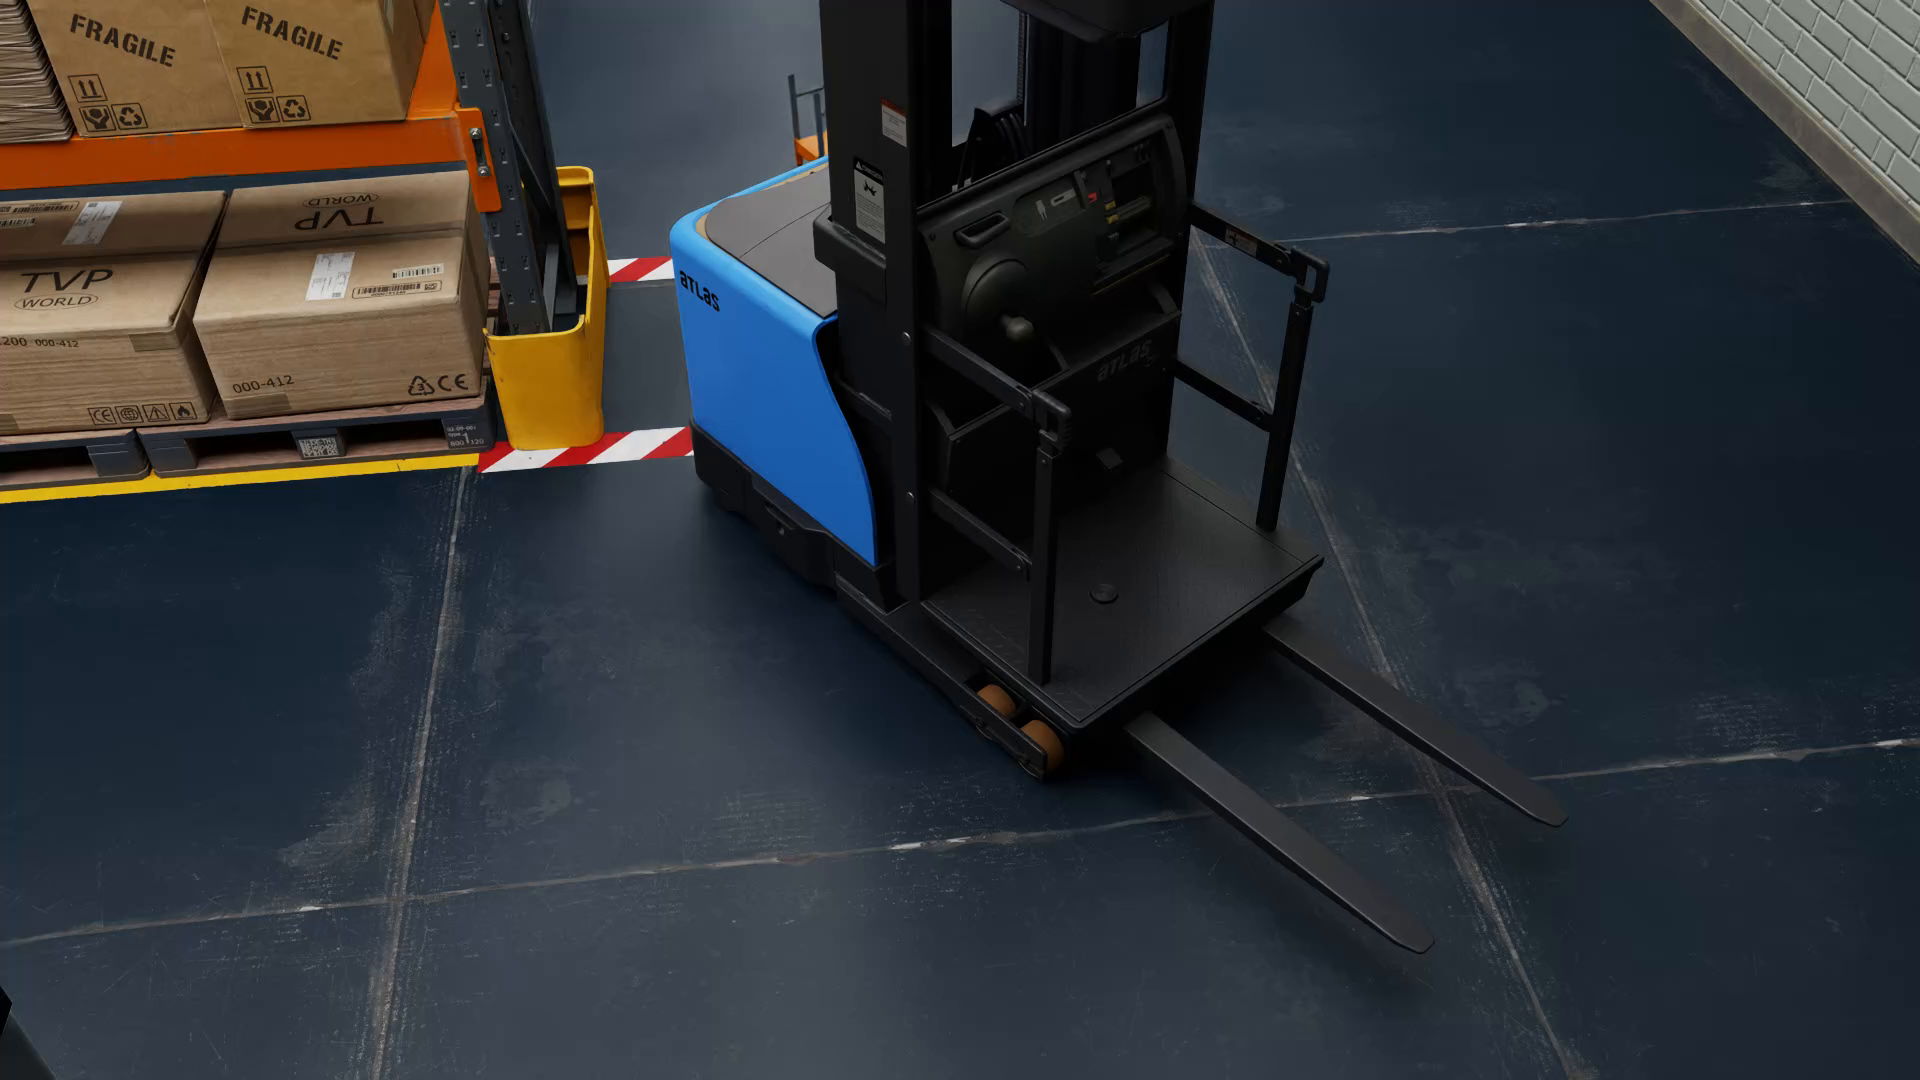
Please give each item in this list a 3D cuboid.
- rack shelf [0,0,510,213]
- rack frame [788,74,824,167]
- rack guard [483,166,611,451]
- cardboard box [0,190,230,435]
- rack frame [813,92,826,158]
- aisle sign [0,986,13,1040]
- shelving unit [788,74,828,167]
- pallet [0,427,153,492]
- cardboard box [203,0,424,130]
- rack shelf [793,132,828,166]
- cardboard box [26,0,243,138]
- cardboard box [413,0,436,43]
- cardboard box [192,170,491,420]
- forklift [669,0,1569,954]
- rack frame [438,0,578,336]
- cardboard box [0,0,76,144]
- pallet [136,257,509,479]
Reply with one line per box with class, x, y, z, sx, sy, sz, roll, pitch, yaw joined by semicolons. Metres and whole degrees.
rack shelf;-3.567;-1.395;5.576;4.000;0.370;1.077;-5;42;-6
rack frame;-0.470;-1.175;6.139;0.240;1.200;0.006;-23;44;-23
rack guard;-1.561;-0.910;6.367;0.348;0.500;1.175;-5;42;-6
cardboard box;-3.132;-0.831;6.014;0.875;0.438;0.875;-4;42;-4
rack frame;-0.372;-1.079;6.018;0.240;1.200;0.006;-23;44;-23
aisle sign;-0.908;0.294;1.225;0.004;0.787;0.394;-5;42;-6
shelving unit;-0.421;-1.127;6.079;0.258;1.200;0.189;-23;44;-23
pallet;-3.574;-0.575;6.212;1.213;0.211;1.003;-5;42;-6
cardboard box;-2.028;-1.655;5.253;0.500;0.500;0.500;-5;42;-5
rack shelf;-0.431;-1.370;5.878;0.258;0.103;0.180;-23;44;-23
cardboard box;-2.528;-1.622;5.216;0.500;0.500;0.500;-6;42;-6
cardboard box;-2.098;-2.022;5.659;0.500;0.500;0.500;-5;42;-6
cardboard box;-2.226;-0.917;6.108;0.875;0.438;0.875;-6;42;-7
forklift;0.417;-0.774;4.402;1.130;2.935;3.031;-31;50;-30
rack frame;-1.584;-1.836;5.528;0.127;3.000;1.000;-5;42;-6
cardboard box;-3.037;-1.570;5.159;0.500;0.500;0.500;-4;42;-4
pallet;-2.367;-0.679;6.327;1.213;0.211;1.003;-5;42;-6
